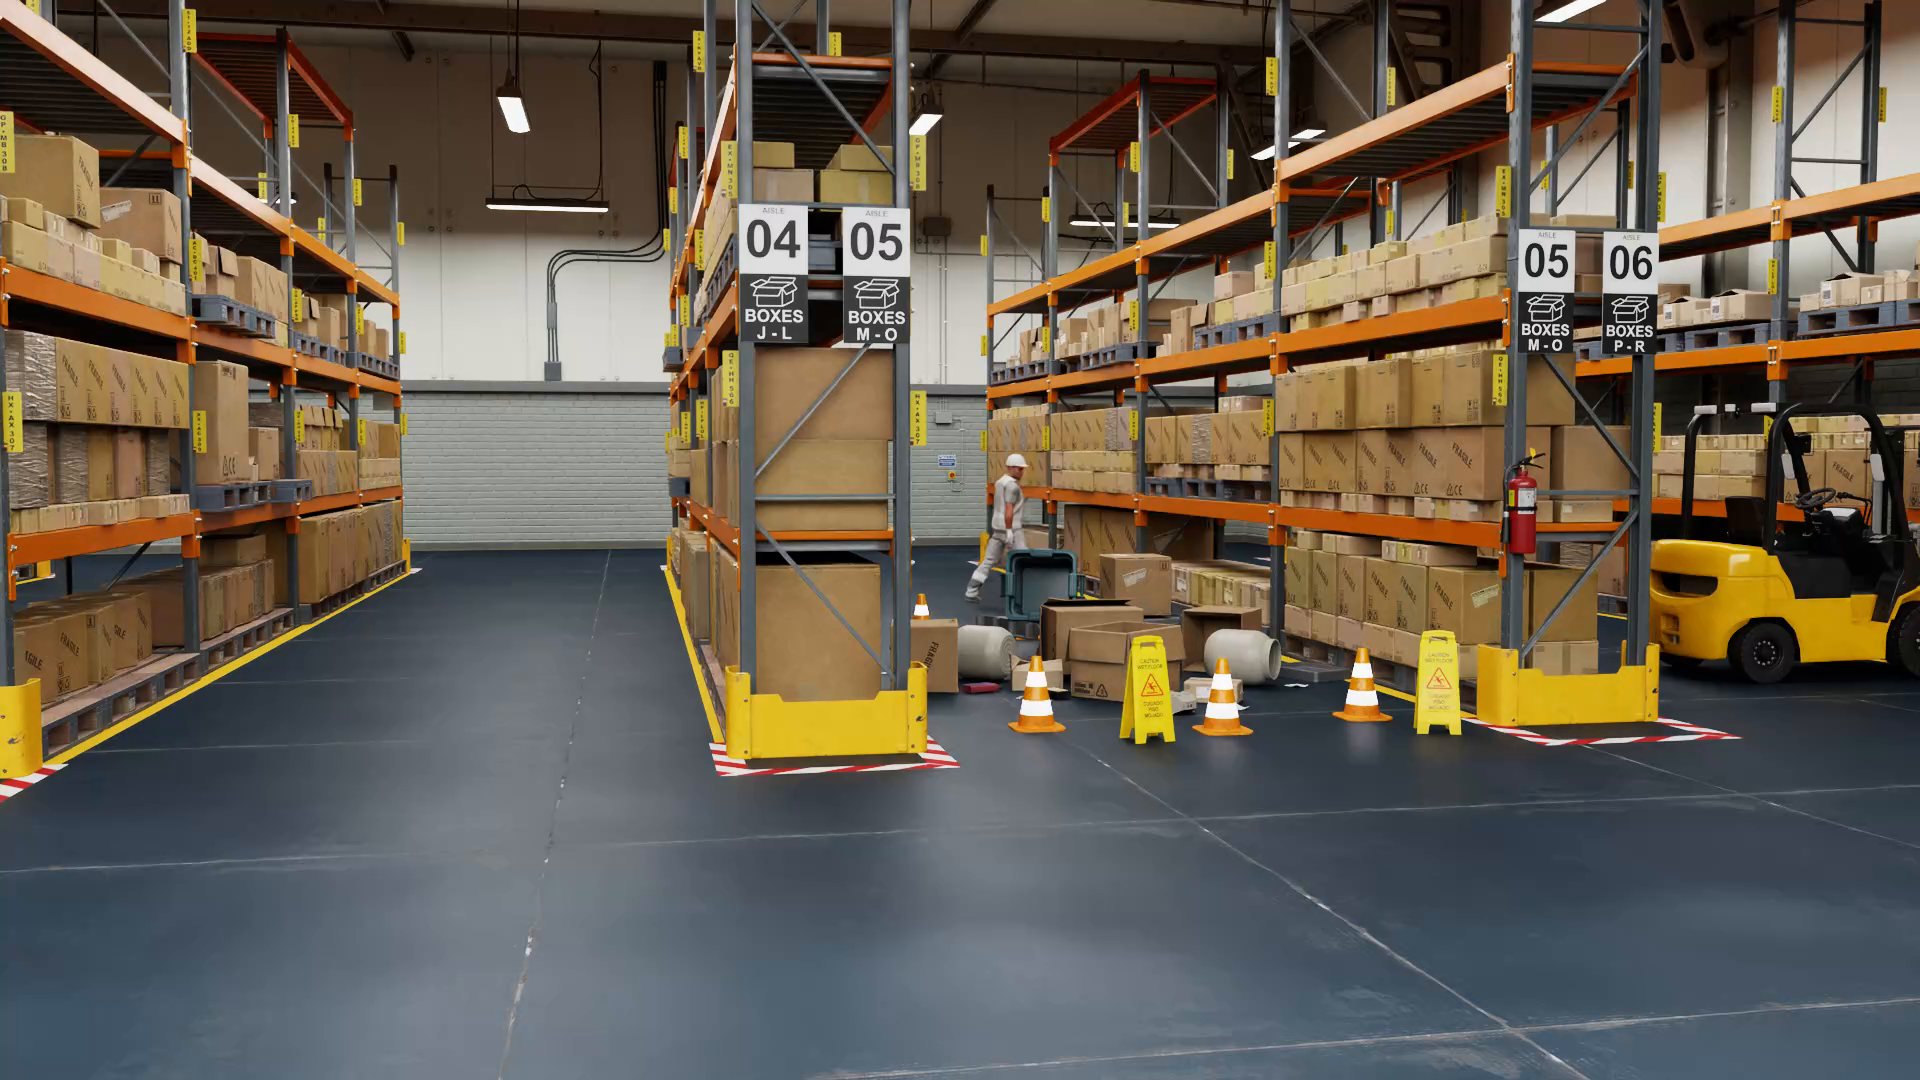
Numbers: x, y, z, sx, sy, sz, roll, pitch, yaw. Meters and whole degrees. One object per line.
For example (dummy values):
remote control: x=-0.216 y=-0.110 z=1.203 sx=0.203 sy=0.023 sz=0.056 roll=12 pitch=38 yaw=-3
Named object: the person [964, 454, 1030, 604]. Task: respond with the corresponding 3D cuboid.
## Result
person: x=0.552 y=-0.101 z=18.953 sx=0.957 sy=1.754 sz=0.646 roll=-1 pitch=3 yaw=-20
